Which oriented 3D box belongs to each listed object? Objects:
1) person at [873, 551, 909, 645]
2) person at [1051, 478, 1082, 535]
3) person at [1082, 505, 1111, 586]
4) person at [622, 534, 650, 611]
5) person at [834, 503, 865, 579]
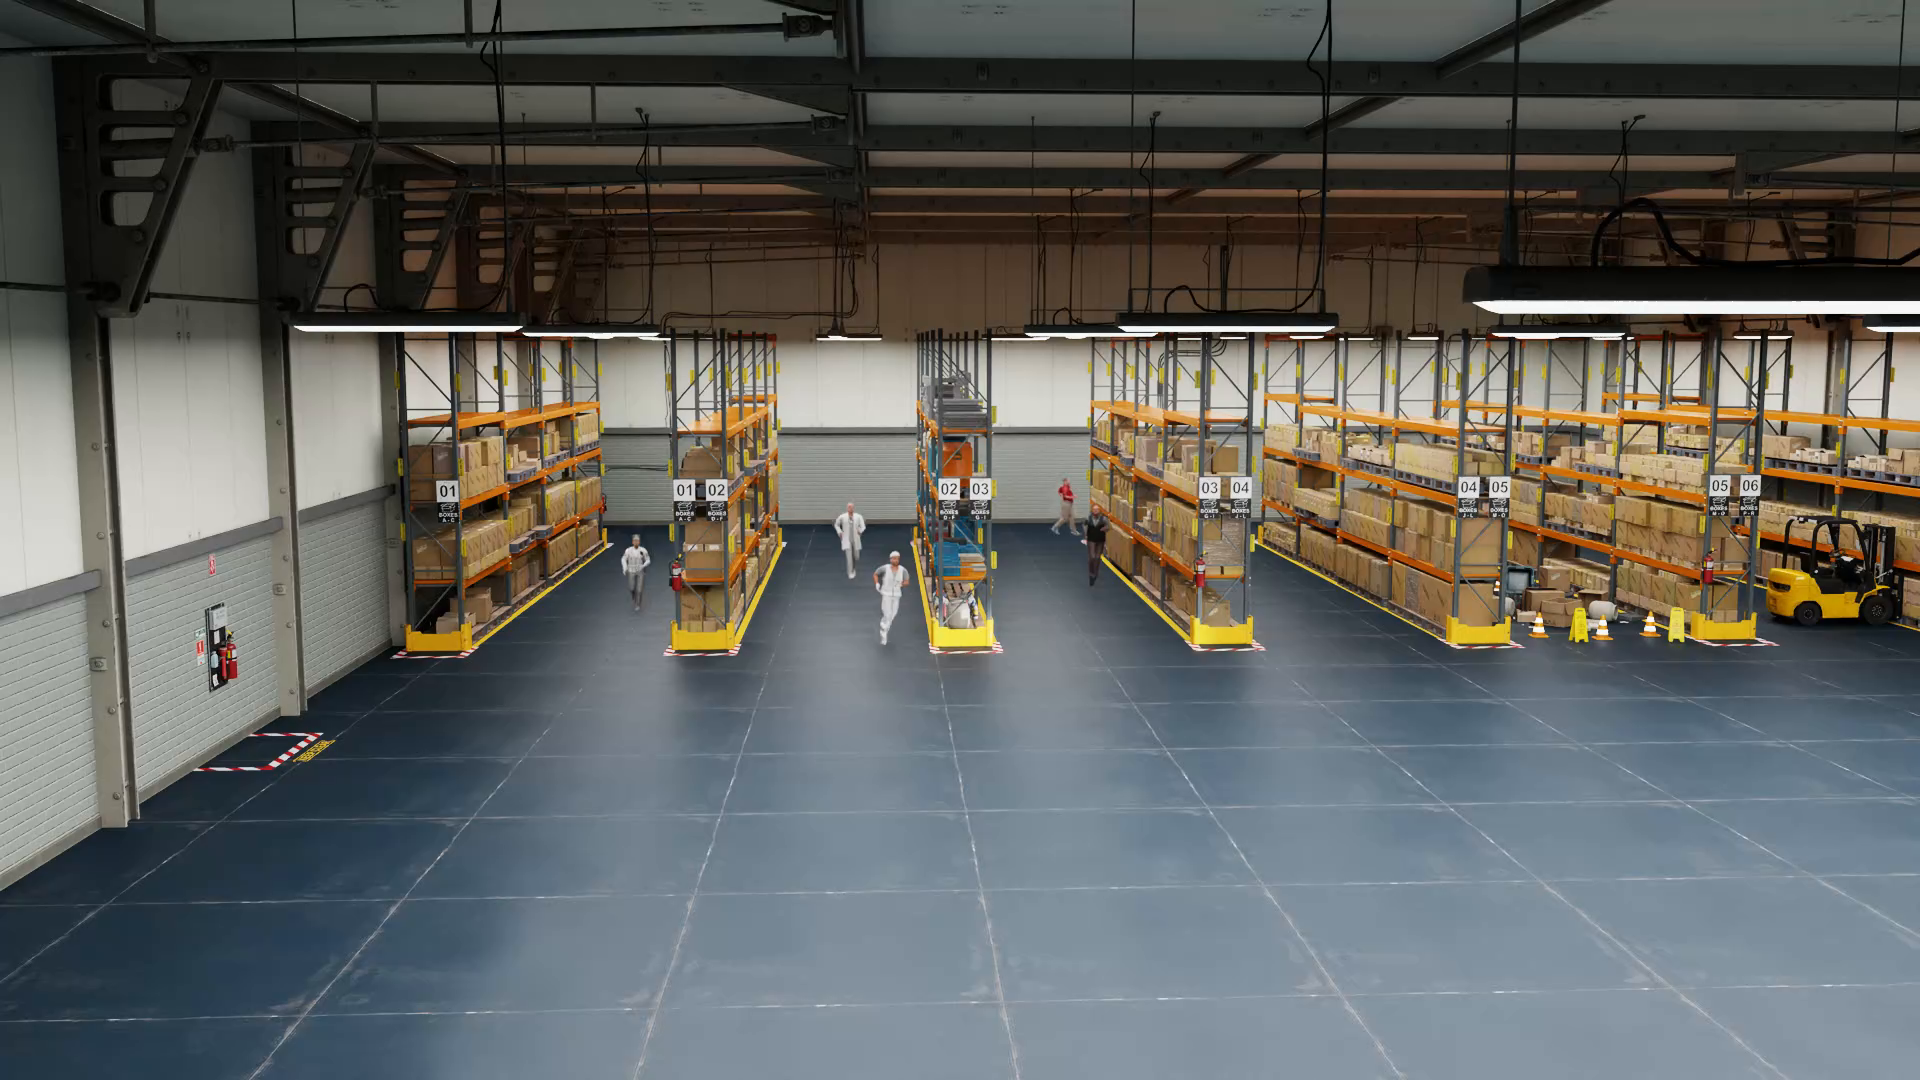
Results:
[{"bbox_3d":[-1.302,1.108,31.884,0.645,1.821,0.675,-3,7,-21],"label":"person"},{"bbox_3d":[3.178,-0.997,49.522,0.917,1.727,0.661,1,7,6],"label":"person"},{"bbox_3d":[3.144,0.118,38.217,0.625,1.850,0.741,0,7,-3],"label":"person"},{"bbox_3d":[-6.946,0.704,35.664,0.615,1.658,0.541,-1,7,-9],"label":"person"},{"bbox_3d":[-2.550,0.020,38.697,0.715,1.740,0.755,-1,7,-11],"label":"person"}]
